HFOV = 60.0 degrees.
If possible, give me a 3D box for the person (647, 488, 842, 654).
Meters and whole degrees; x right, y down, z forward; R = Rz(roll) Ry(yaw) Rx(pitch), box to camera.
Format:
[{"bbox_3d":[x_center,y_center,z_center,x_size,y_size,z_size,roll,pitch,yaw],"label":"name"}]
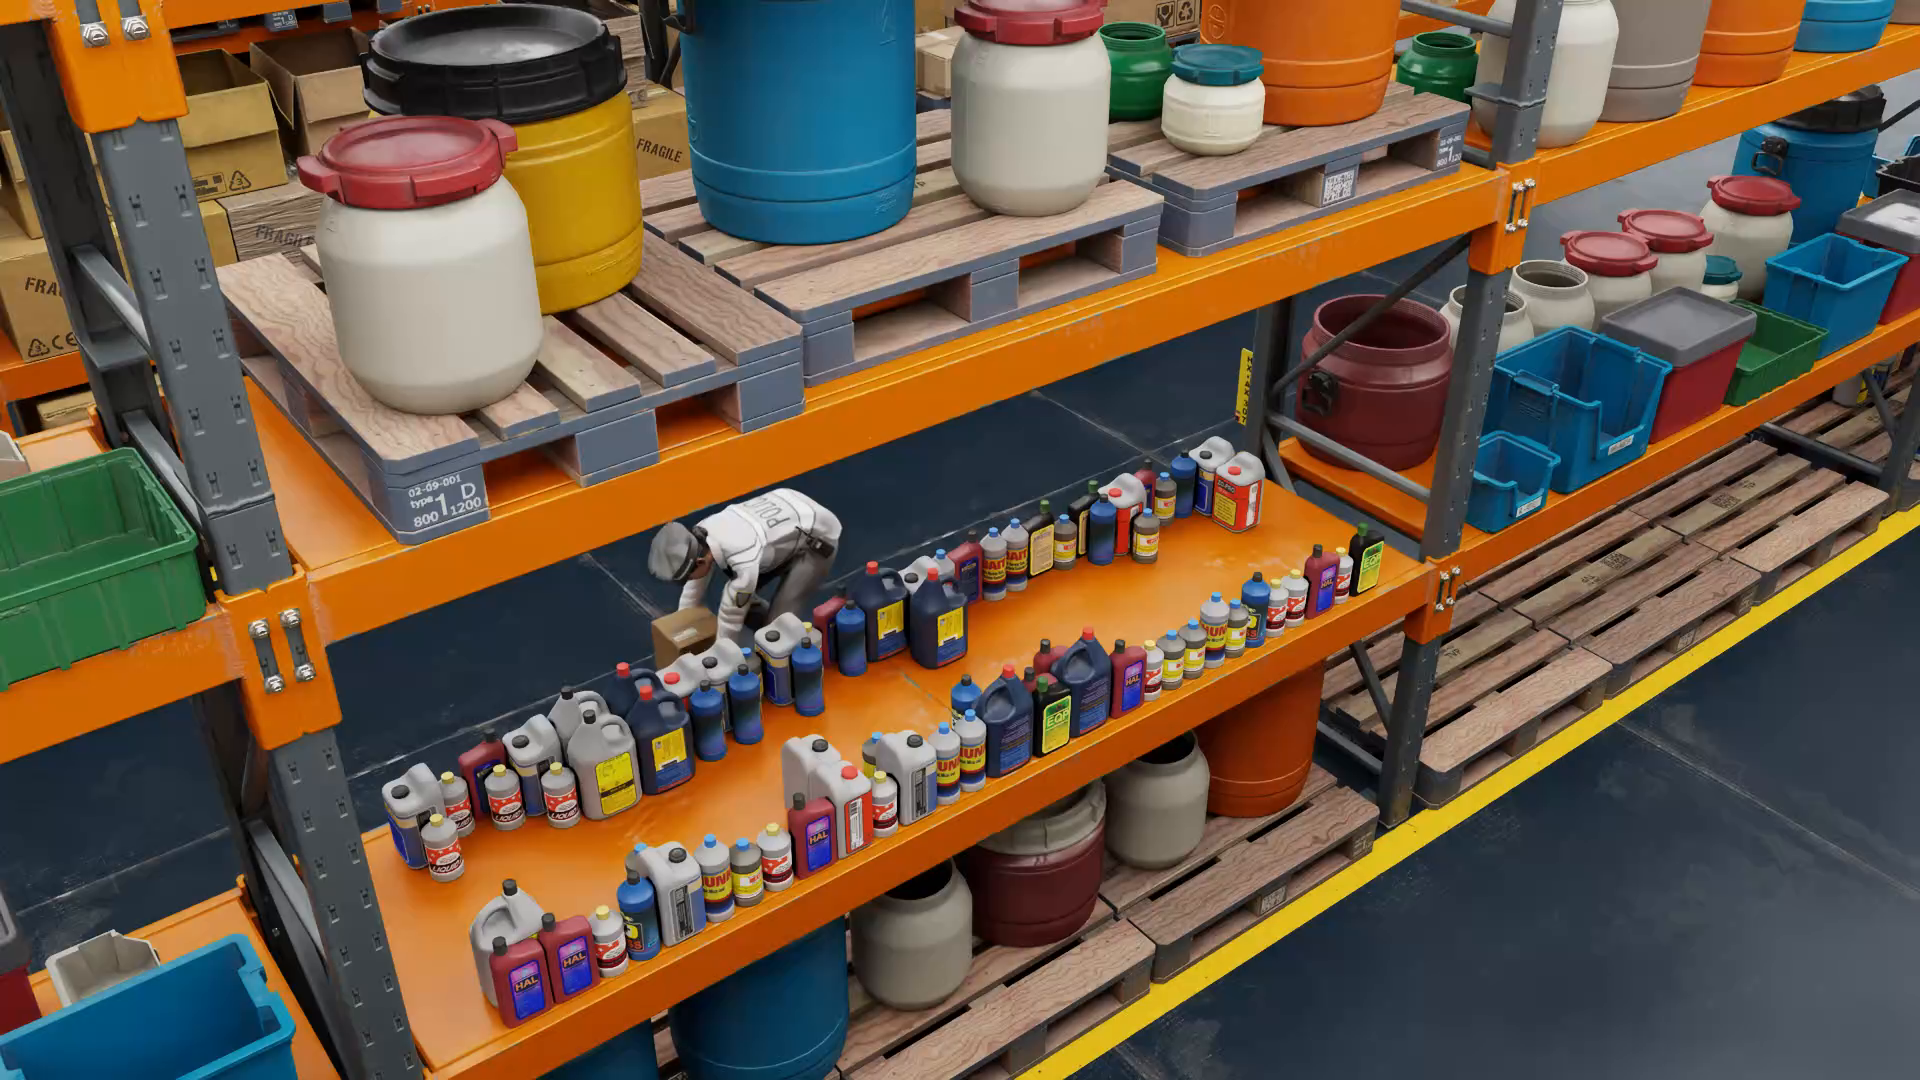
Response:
[{"bbox_3d":[-0.935,0.256,7.341,0.921,1.017,0.464,-25,40,-33],"label":"person"}]
